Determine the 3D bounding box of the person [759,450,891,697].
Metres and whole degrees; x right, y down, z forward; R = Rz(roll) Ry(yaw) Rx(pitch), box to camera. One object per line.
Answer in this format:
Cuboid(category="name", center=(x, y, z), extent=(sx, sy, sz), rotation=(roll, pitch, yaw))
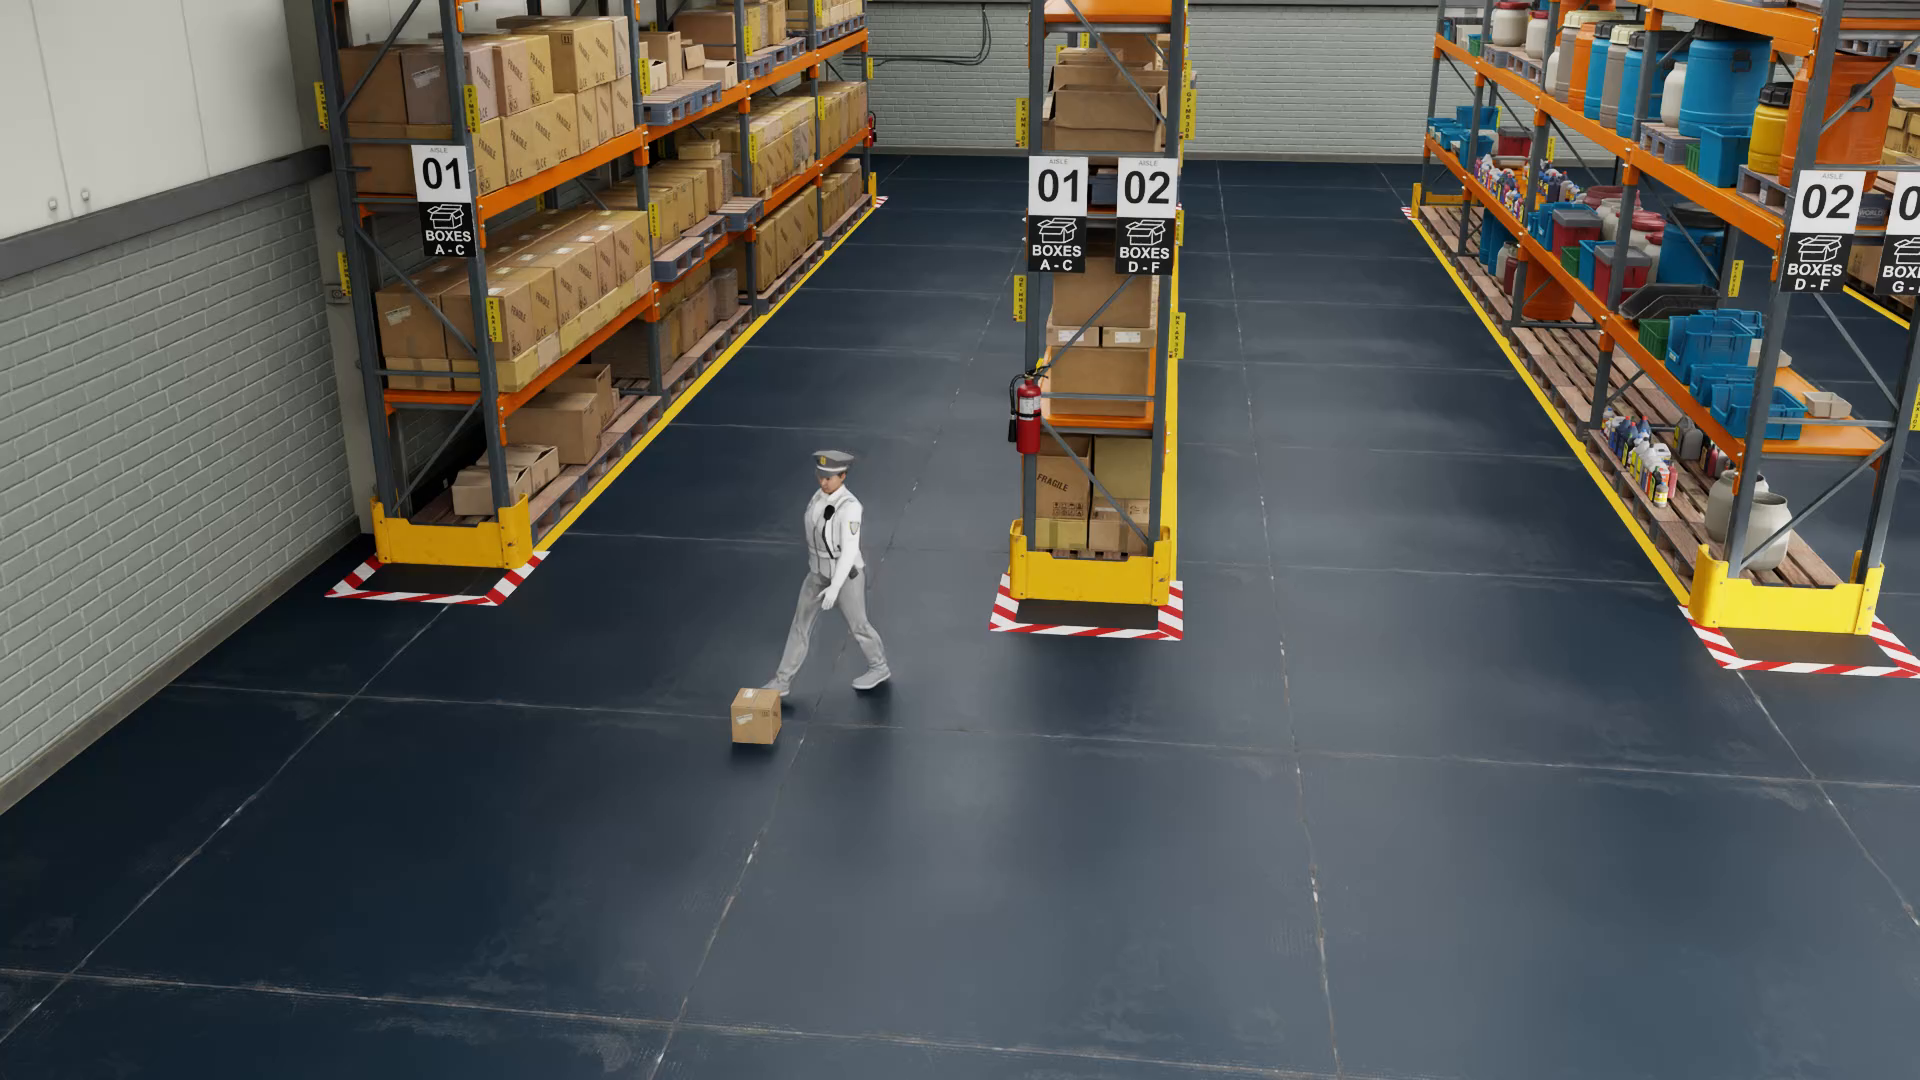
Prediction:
Cuboid(category="person", center=(-0.885, 0.241, 10.447), extent=(0.954, 1.622, 0.529), rotation=(-18, 28, -38))
